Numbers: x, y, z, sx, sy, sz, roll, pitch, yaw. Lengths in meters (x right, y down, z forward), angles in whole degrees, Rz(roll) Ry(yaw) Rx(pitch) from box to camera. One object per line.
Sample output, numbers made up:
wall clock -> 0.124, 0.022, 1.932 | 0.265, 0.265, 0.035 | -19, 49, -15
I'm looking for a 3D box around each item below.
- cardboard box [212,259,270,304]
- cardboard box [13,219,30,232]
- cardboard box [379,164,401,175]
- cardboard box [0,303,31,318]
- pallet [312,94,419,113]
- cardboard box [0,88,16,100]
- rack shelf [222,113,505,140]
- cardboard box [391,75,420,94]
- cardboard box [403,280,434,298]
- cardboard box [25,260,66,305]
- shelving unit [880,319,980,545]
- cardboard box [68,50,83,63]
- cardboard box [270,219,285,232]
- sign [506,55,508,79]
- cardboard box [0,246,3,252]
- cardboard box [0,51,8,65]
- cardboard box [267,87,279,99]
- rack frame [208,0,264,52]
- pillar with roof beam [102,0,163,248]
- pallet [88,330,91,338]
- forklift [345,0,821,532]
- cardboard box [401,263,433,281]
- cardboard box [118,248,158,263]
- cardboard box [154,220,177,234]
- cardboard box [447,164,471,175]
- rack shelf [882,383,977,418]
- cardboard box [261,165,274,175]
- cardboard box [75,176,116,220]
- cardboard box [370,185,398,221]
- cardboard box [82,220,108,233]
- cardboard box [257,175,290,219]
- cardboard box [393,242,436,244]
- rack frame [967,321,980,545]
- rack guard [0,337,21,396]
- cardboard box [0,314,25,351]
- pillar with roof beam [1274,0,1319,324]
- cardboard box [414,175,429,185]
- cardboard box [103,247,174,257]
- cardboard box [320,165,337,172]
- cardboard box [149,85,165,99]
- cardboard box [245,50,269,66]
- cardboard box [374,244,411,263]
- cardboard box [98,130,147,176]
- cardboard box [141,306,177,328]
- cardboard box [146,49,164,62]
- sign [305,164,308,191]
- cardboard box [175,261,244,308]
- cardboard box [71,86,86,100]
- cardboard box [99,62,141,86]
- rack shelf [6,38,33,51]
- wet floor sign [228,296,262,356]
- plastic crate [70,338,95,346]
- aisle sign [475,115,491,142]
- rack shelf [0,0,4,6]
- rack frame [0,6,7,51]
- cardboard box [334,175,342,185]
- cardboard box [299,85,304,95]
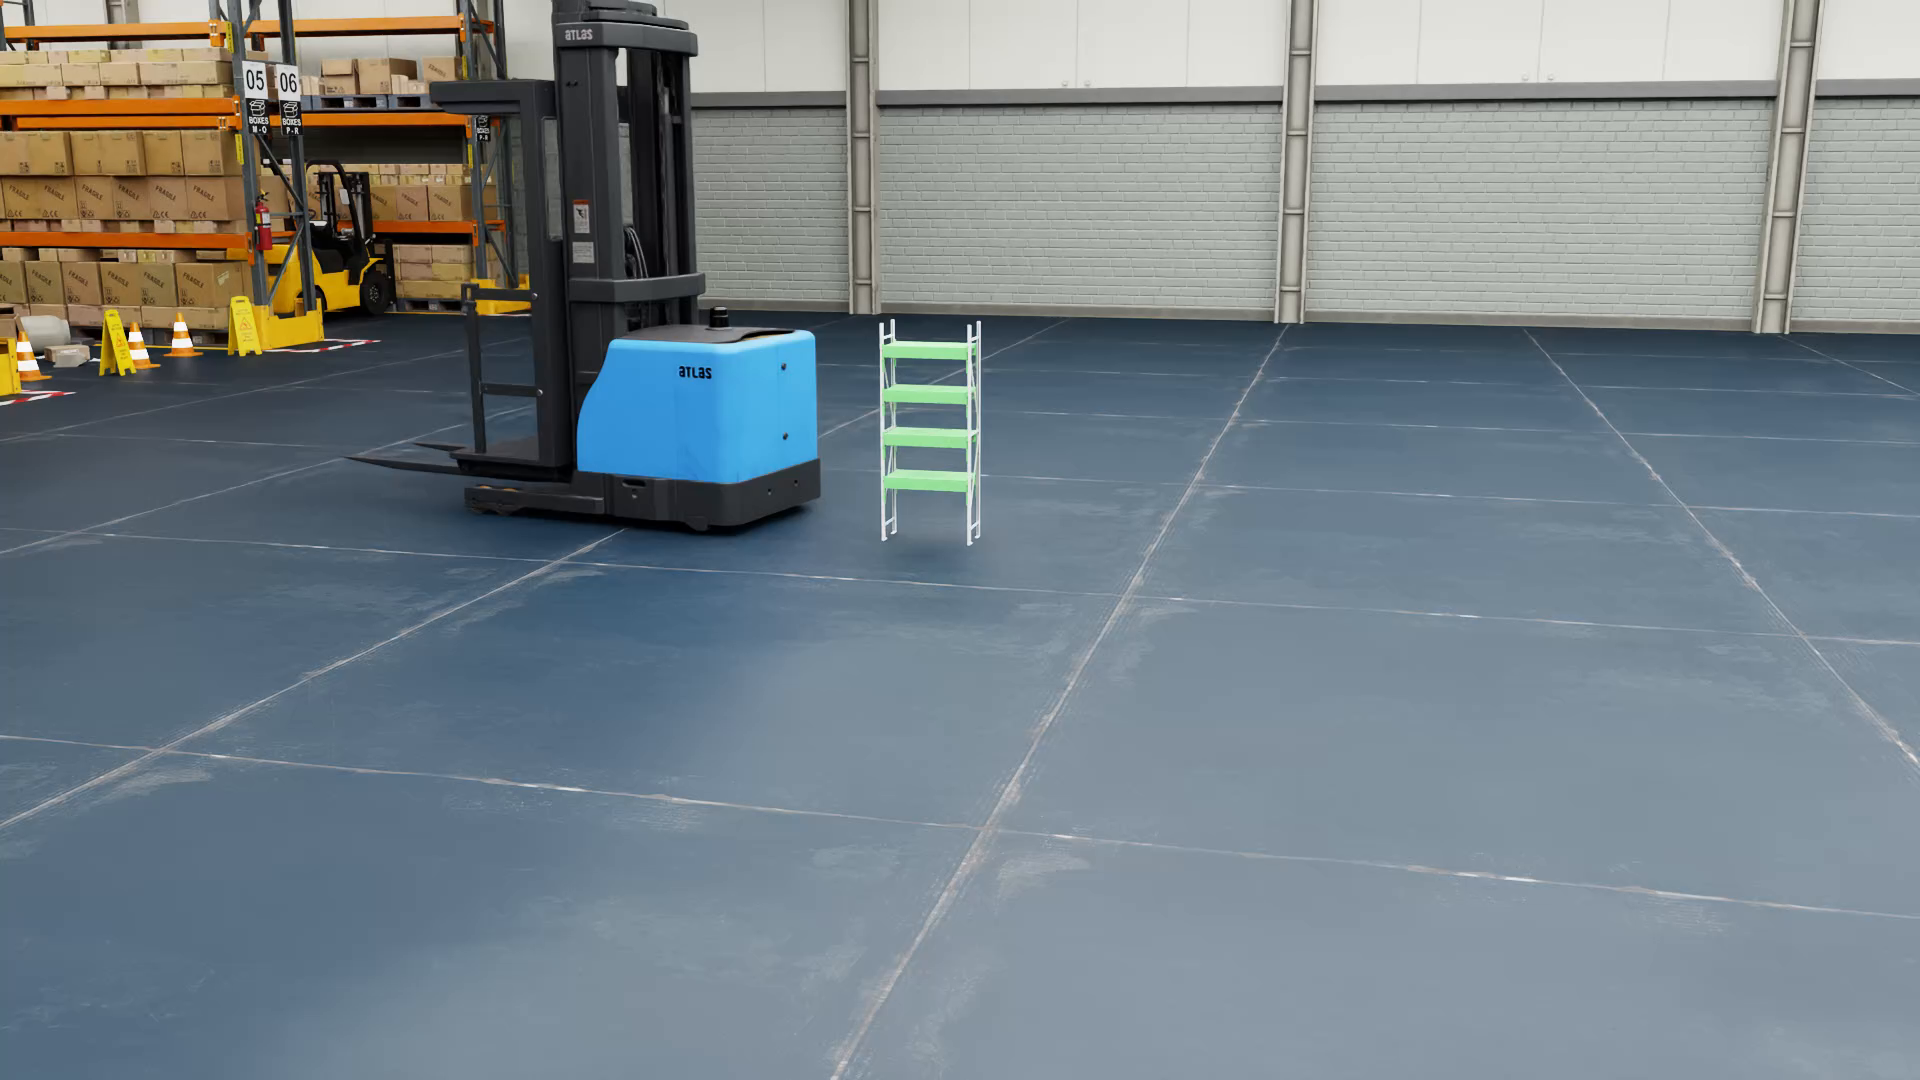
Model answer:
cardboard box -> -8.652, -3.099, 19.924 | 0.500, 0.500, 0.500 | 3, 13, 12
cardboard box -> -11.043, -3.761, 19.839 | 0.250, 0.149, 0.380 | 3, 13, 13
cardboard box -> -8.135, -5.331, 23.922 | 0.250, 0.149, 0.380 | 3, 13, 15
cardboard box -> -11.287, -2.752, 20.091 | 0.500, 0.250, 0.500 | 2, 13, 11
pallet -> -8.594, -6.339, 24.161 | 1.213, 0.211, 1.003 | 3, 13, 14
cardboard box -> -11.043, -5.236, 19.562 | 0.250, 0.149, 0.380 | 3, 13, 14
rack shelf -> -8.668, -6.030, 24.224 | 4.000, 0.370, 1.077 | 3, 13, 14
cardboard box -> -7.849, -6.458, 23.601 | 0.258, 0.266, 0.396 | 3, 13, 14
cardboard box -> -7.738, -3.662, 24.191 | 0.500, 0.250, 0.500 | 3, 13, 14
cardboard box -> -10.764, -3.093, 19.896 | 0.500, 0.500, 0.500 | 4, 13, 16
shelving unit -> -0.161, -0.594, 9.143 | 0.503, 1.200, 0.258 | 3, 13, 14
cardboard box -> -10.038, -5.560, 19.180 | 0.250, 0.149, 0.380 | 3, 13, 15
cardboard box -> -8.192, -3.708, 19.600 | 0.250, 0.149, 0.380 | 3, 13, 14
sign -> -6.587, -6.859, 24.099 | 0.005, 0.325, 0.100 | 3, 13, 14
cardboard box -> -15.033, -4.502, 25.904 | 0.250, 0.149, 0.380 | 2, 13, 11
cardboard box -> -11.054, -5.600, 19.362 | 0.250, 0.149, 0.380 | 3, 13, 12
cardboard box -> -8.156, -5.196, 19.385 | 0.250, 0.149, 0.380 | 3, 13, 14
rack frame -> -10.609, -7.950, 24.289 | 0.127, 3.000, 1.000 | 3, 13, 14
pillar with roof beam -> -14.043, -7.374, 21.693 | 0.400, 9.000, 9.100 | 3, 13, 14
pallet -> -11.134, -2.588, 20.411 | 1.213, 0.211, 1.003 | 3, 13, 14
forklift -> -2.405, -1.670, 9.996 | 3.031, 2.935, 1.130 | 6, 14, 24
cardboard box -> -7.758, -3.908, 24.146 | 0.500, 0.250, 0.500 | 3, 13, 13
cardboard box -> -9.623, -3.334, 19.486 | 0.250, 0.149, 0.380 | 4, 13, 16
cardboard box -> -9.099, -3.636, 19.275 | 0.250, 0.149, 0.380 | 3, 13, 15
cardboard box -> -7.124, -5.298, 23.774 | 0.250, 0.149, 0.380 | 3, 13, 14
rack shelf -> -0.161, -0.766, 9.104 | 0.480, 0.148, 0.258 | 3, 13, 14
cardboard box -> -10.091, -5.462, 24.511 | 0.250, 0.149, 0.380 | 3, 13, 14
cardboard box -> -9.962, -4.017, 19.498 | 0.500, 0.500, 0.500 | 3, 13, 14
cardboard box -> -8.266, -4.888, 24.108 | 0.500, 0.500, 0.500 | 3, 13, 12
cardboard box -> -10.075, -3.695, 19.542 | 0.250, 0.149, 0.380 | 3, 13, 13
cardboard box -> -8.305, -4.046, 19.628 | 0.500, 0.500, 0.500 | 3, 13, 13
cardboard box -> -8.116, -4.282, 24.679 | 0.500, 0.250, 0.500 | 3, 13, 13
rack frame -> 0.076, -0.582, 9.085 | 0.015, 1.200, 0.240 | 3, 13, 14
rack guard -> -8.976, -1.501, 14.847 | 0.348, 0.500, 1.175 | 3, 13, 14
cardboard box -> -10.223, -2.109, 17.579 | 0.637, 0.503, 0.797 | -6, 14, -25
pillar with roof beam -> 3.433, -6.440, 17.483 | 0.400, 9.000, 9.100 | 3, 13, 14
cardboard box -> -7.622, -5.171, 23.888 | 0.250, 0.149, 0.380 | 3, 13, 15
cardboard box -> -12.601, -4.172, 25.624 | 0.625, 0.625, 0.875 | 3, 13, 11
cardboard box -> -9.101, -5.402, 24.243 | 0.250, 0.149, 0.380 | 3, 13, 13
cardboard box -> -9.054, -5.125, 19.062 | 0.250, 0.149, 0.380 | 3, 13, 14
cardboard box -> -8.208, -5.562, 19.190 | 0.250, 0.149, 0.380 | 3, 13, 13
cardboard box -> -8.237, -4.172, 24.181 | 0.500, 0.250, 0.500 | 3, 13, 14
cardboard box -> -9.469, -4.465, 19.206 | 0.500, 0.500, 0.700 | 3, 13, 13
cardboard box -> -9.262, -2.646, 19.612 | 0.500, 0.250, 0.500 | 3, 13, 14
cardboard box -> -9.038, -5.511, 18.960 | 0.250, 0.149, 0.380 | 3, 13, 14
sign -> -7.782, -4.306, 19.718 | 0.005, 0.325, 0.100 | 3, 13, 14
cardboard box -> -8.752, -2.985, 19.409 | 0.500, 0.500, 0.500 | 3, 13, 14
cardboard box -> -10.052, -5.170, 19.268 | 0.250, 0.149, 0.380 | 3, 13, 14
cardboard box -> -9.466, -5.328, 19.056 | 0.500, 0.250, 0.500 | 3, 13, 15
rack shelf -> -16.435, -7.714, 25.813 | 4.000, 0.370, 1.077 | 3, 13, 14
wet floor sign -> -7.983, -2.385, 18.494 | 0.232, 0.644, 0.267 | 8, 15, 33
plastic crate -> -10.467, -2.298, 19.405 | 0.583, 0.080, 0.402 | -1, 13, -6
aisle sign -> -6.732, -6.017, 23.427 | 0.004, 0.787, 0.394 | 3, 13, 14
rack shelf -> -9.853, -6.449, 19.194 | 4.000, 0.370, 1.077 | 3, 13, 14
rack frame -> -11.795, -6.906, 19.583 | 0.127, 3.000, 1.000 | 3, 13, 14
cardboard box -> -8.866, -5.230, 24.153 | 0.250, 0.149, 0.380 | 3, 13, 12
cardboard box -> -9.500, -6.489, 24.012 | 0.250, 0.149, 0.380 | 3, 13, 15
